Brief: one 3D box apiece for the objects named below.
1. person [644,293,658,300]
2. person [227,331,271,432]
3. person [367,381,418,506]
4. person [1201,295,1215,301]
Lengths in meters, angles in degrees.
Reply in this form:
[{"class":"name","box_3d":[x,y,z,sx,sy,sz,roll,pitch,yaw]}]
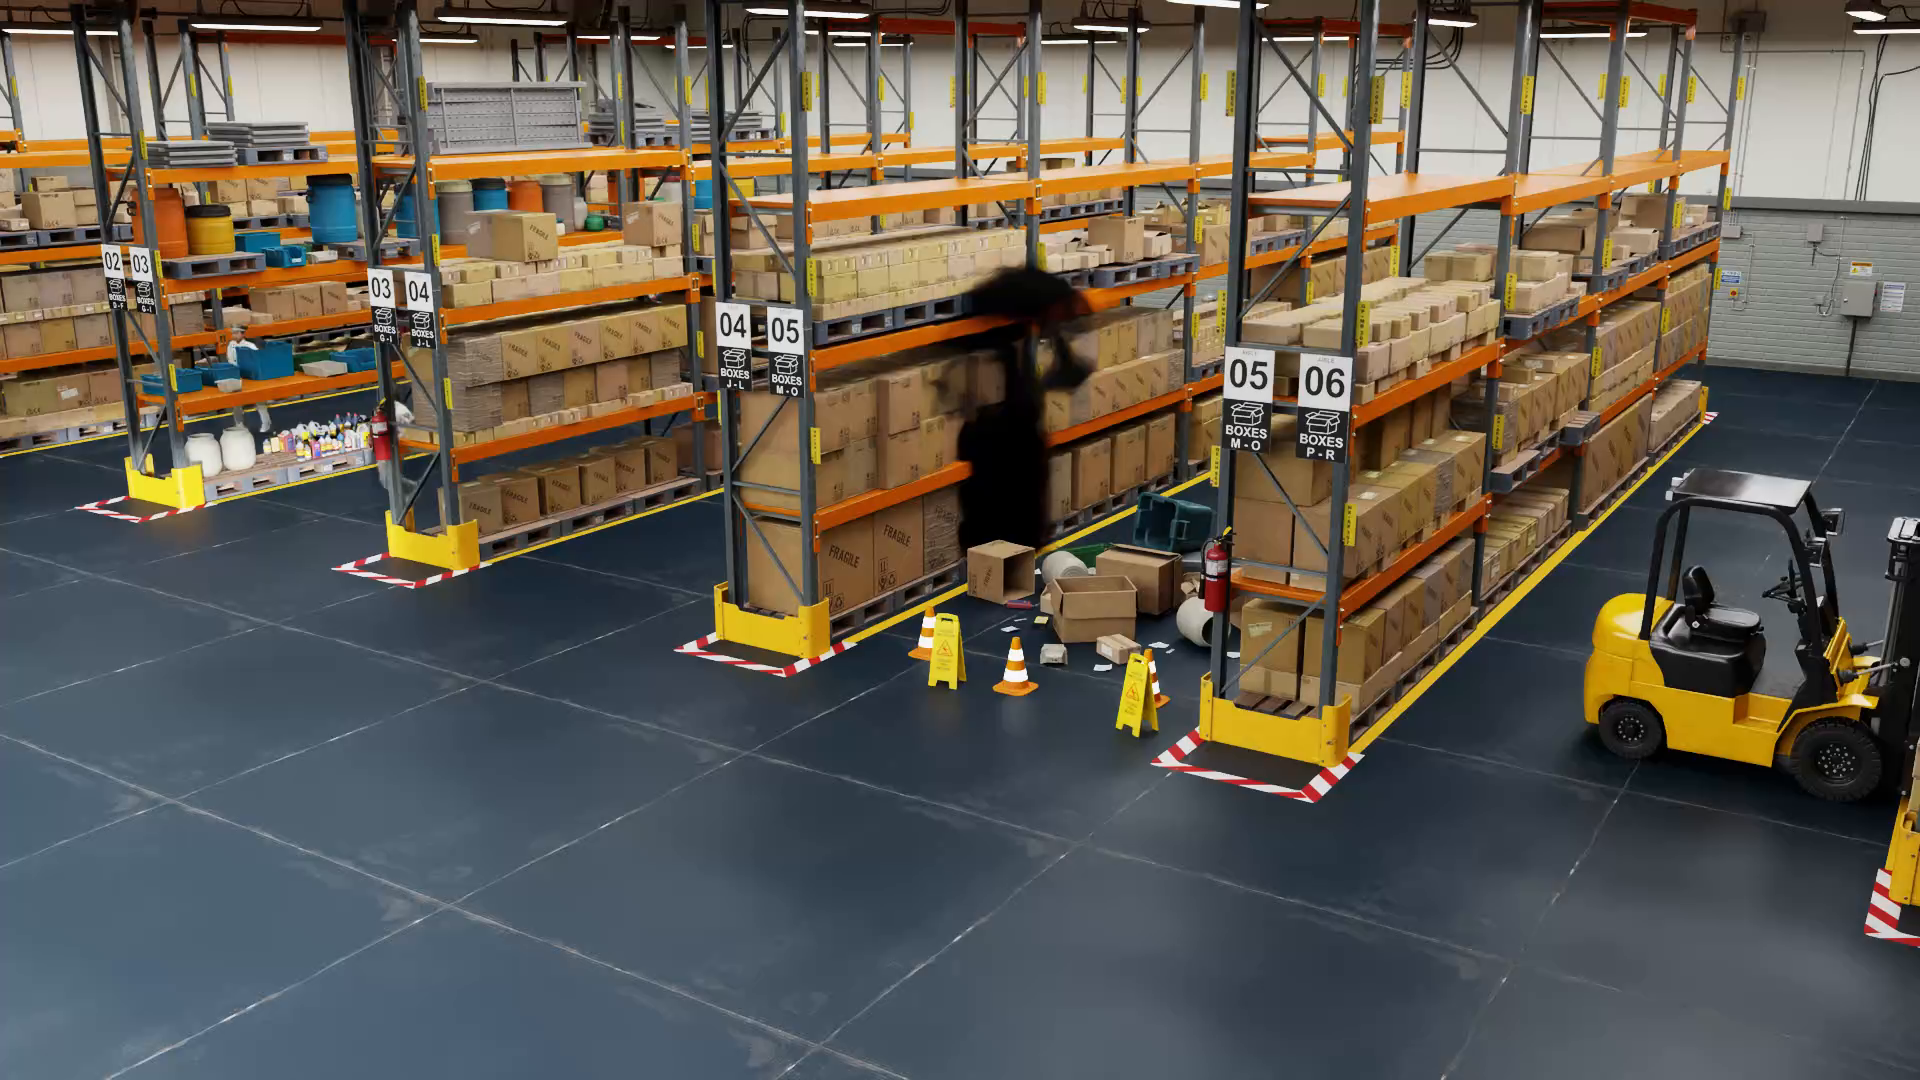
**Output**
[{"class":"person","box_3d":[-5.661,-4.066,30.630,0.711,1.763,0.718,13,20,38]},{"class":"person","box_3d":[-10.492,-2.322,24.446,0.581,1.702,0.835,2,16,6]},{"class":"person","box_3d":[-6.930,-1.117,20.166,0.569,1.661,0.529,8,18,27]},{"class":"person","box_3d":[4.218,-3.288,27.972,0.580,1.681,0.931,11,19,34]}]
